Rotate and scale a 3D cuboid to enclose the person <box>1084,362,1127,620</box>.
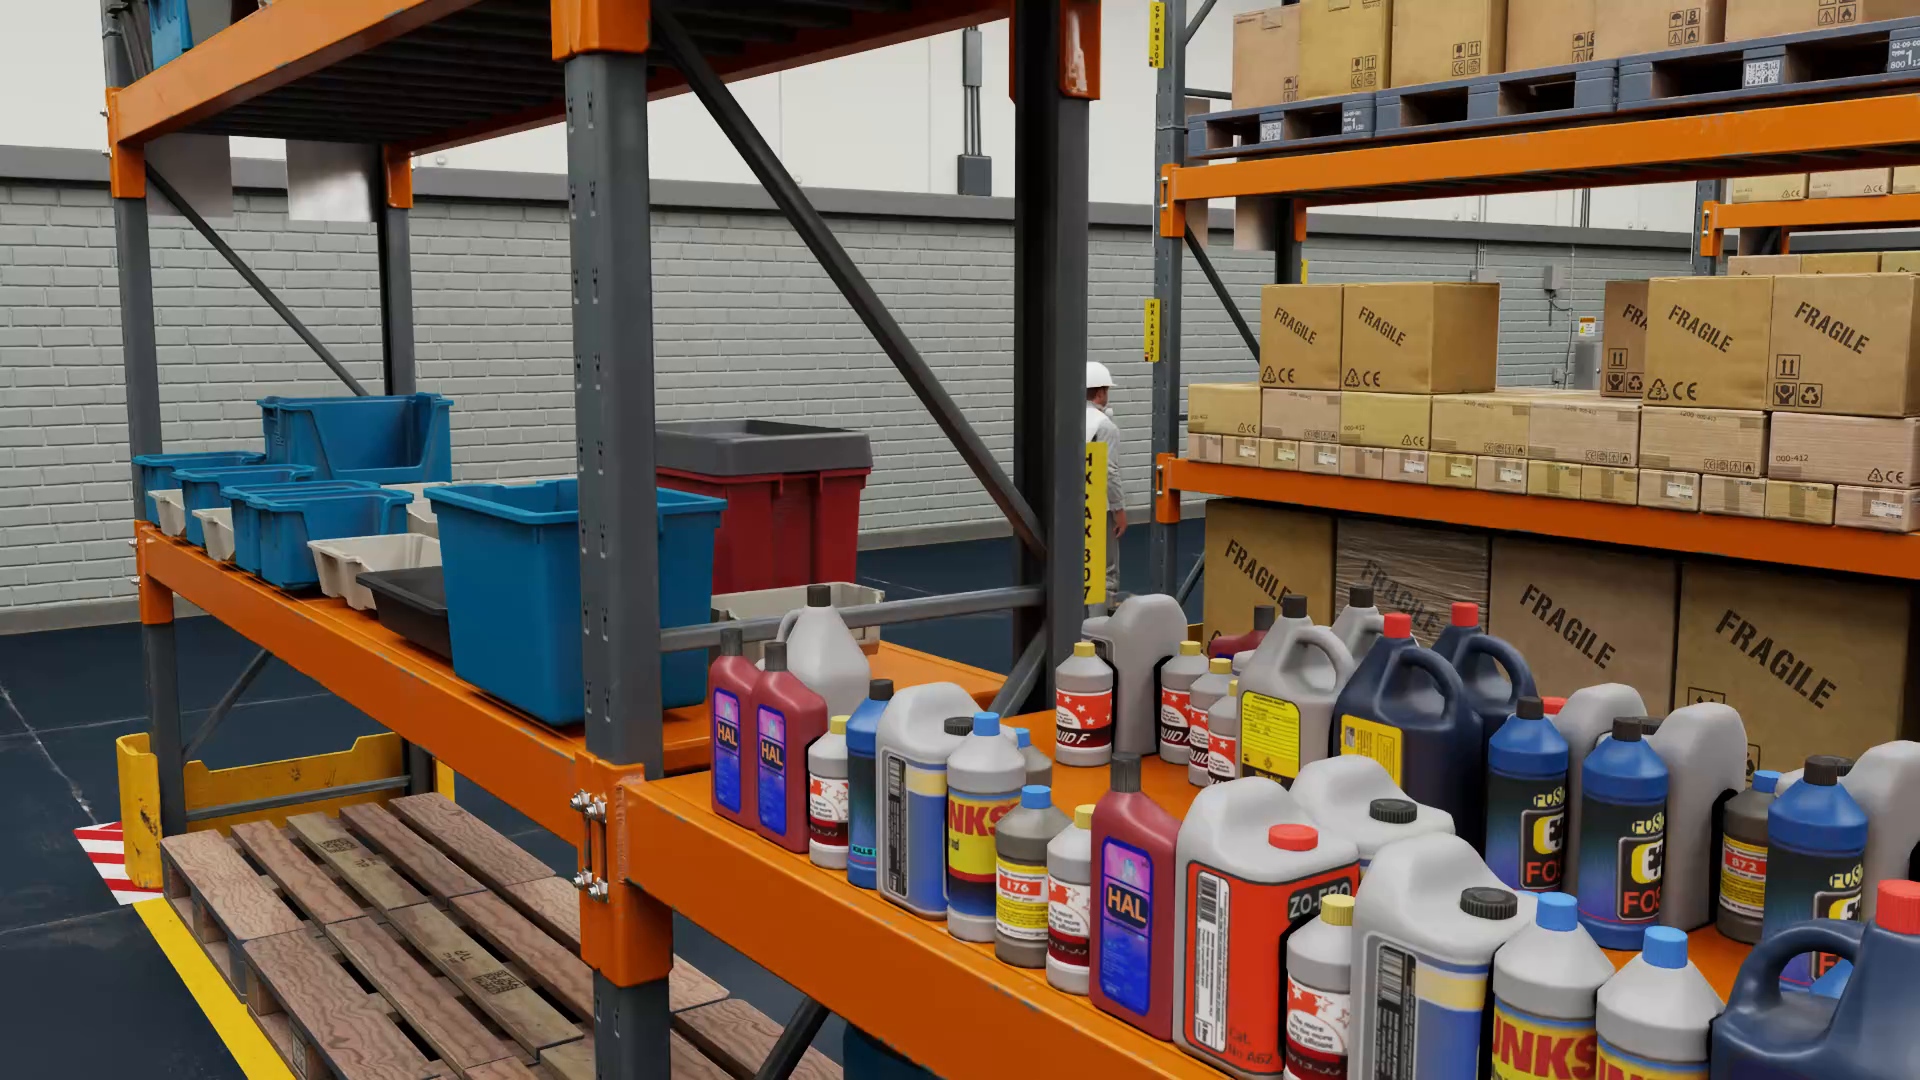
[{"bbox_3d":[0.769,-0.178,10.012,0.474,1.772,0.569,-6,10,-38],"label":"person"}]
